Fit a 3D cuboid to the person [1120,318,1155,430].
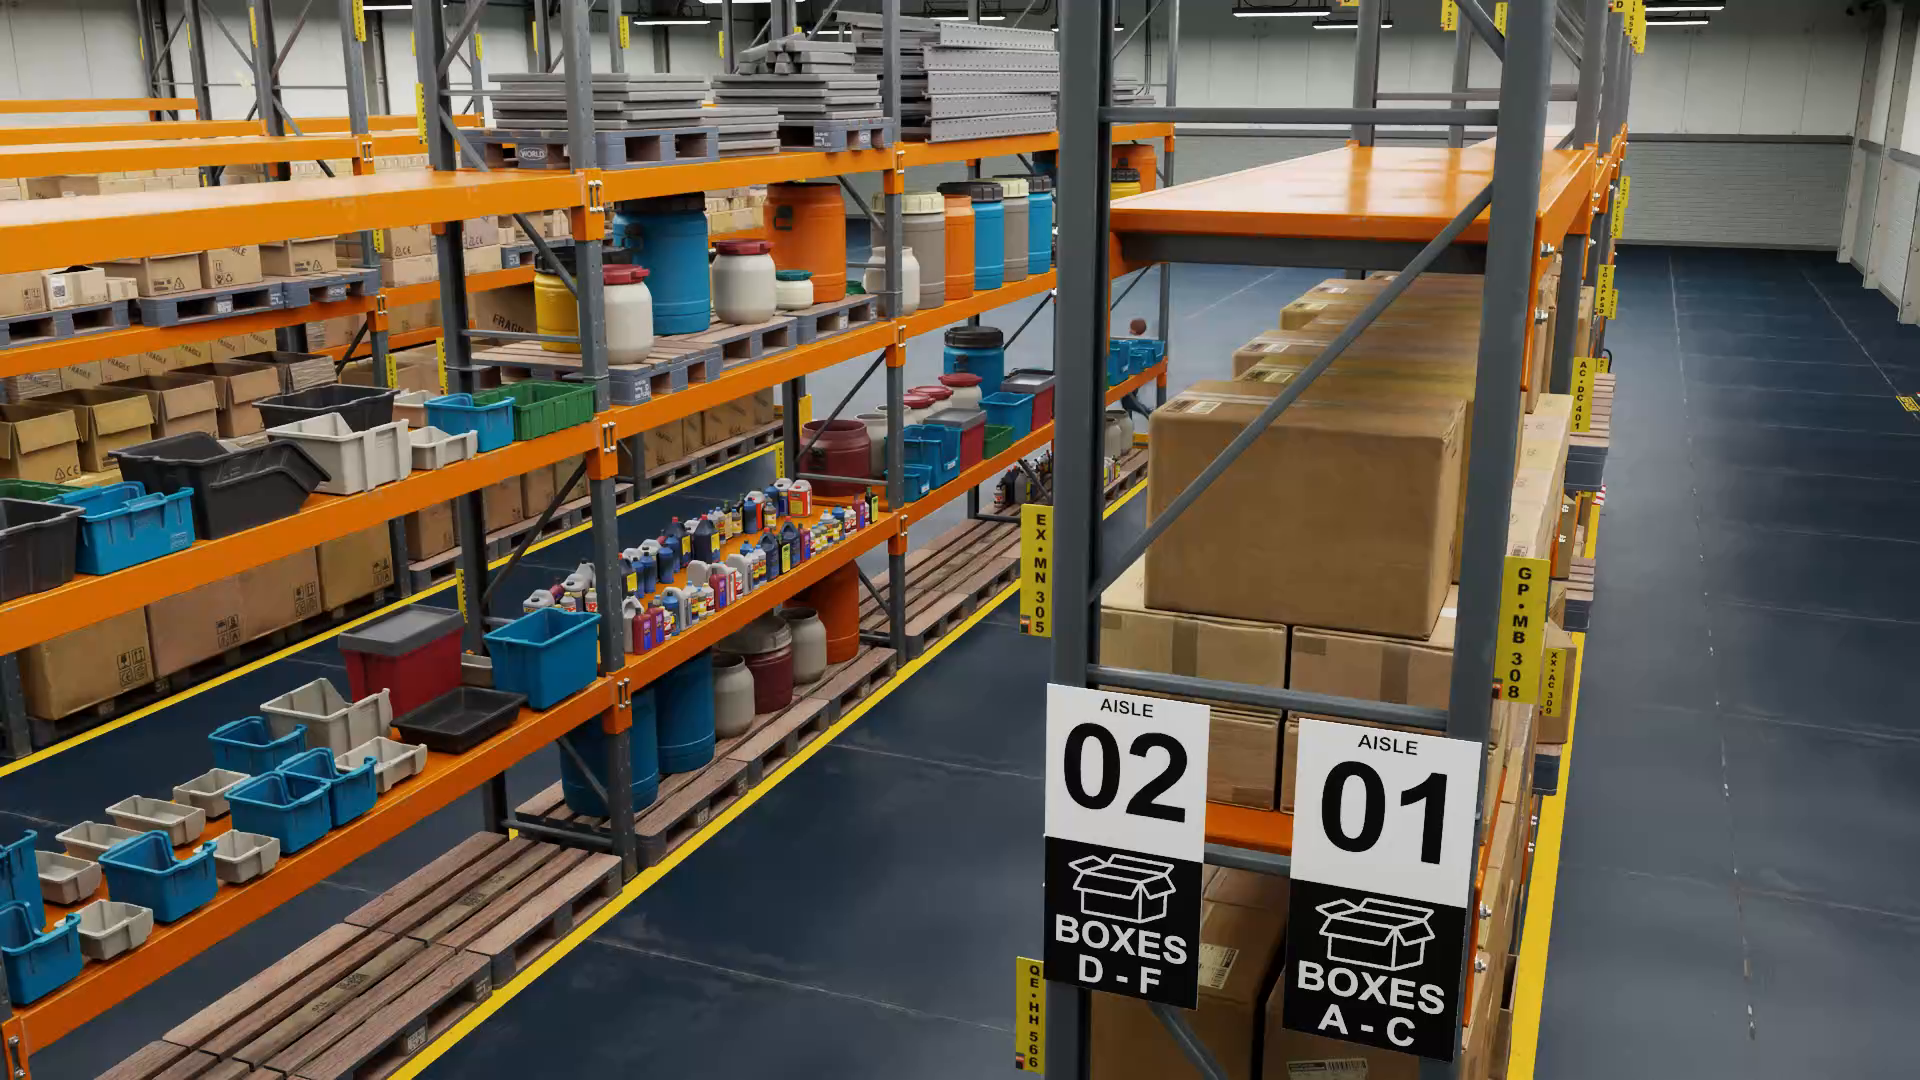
[{"bbox_3d":[2.327,-2.132,21.792,0.741,1.566,0.442,5,16,18],"label":"person"}]
